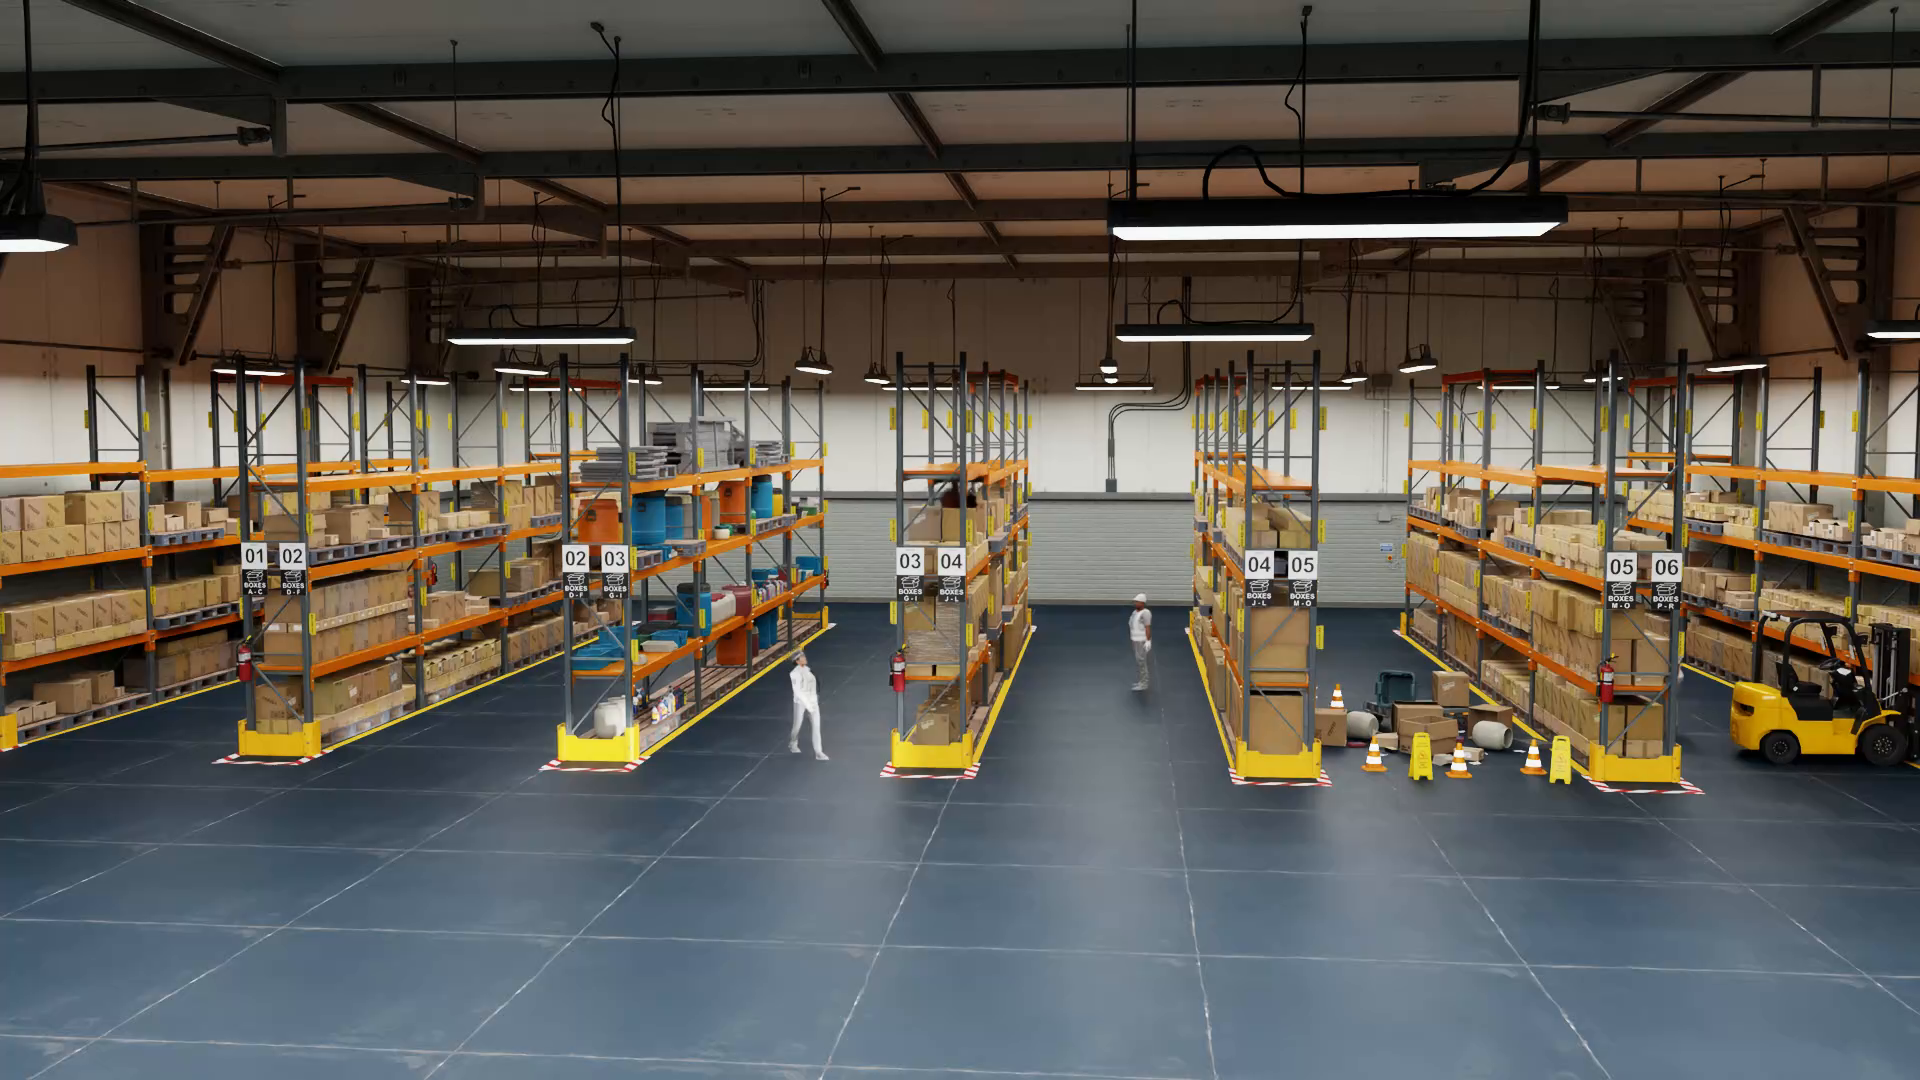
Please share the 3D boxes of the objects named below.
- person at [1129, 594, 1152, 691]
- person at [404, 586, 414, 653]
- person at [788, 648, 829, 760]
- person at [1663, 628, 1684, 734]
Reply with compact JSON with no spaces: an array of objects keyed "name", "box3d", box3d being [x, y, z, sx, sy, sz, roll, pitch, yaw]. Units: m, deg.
[{"name":"person","box3d":[3.351,1.896,31.075,0.356,1.790,0.642,-1,4,-11]},{"name":"person","box3d":[-11.356,1.749,34.576,0.526,1.596,0.452,1,4,13]},{"name":"person","box3d":[-2.298,2.419,24.690,0.448,1.625,1.015,-2,5,-25]},{"name":"person","box3d":[11.472,2.267,26.830,0.360,1.696,0.508,3,5,32]}]
